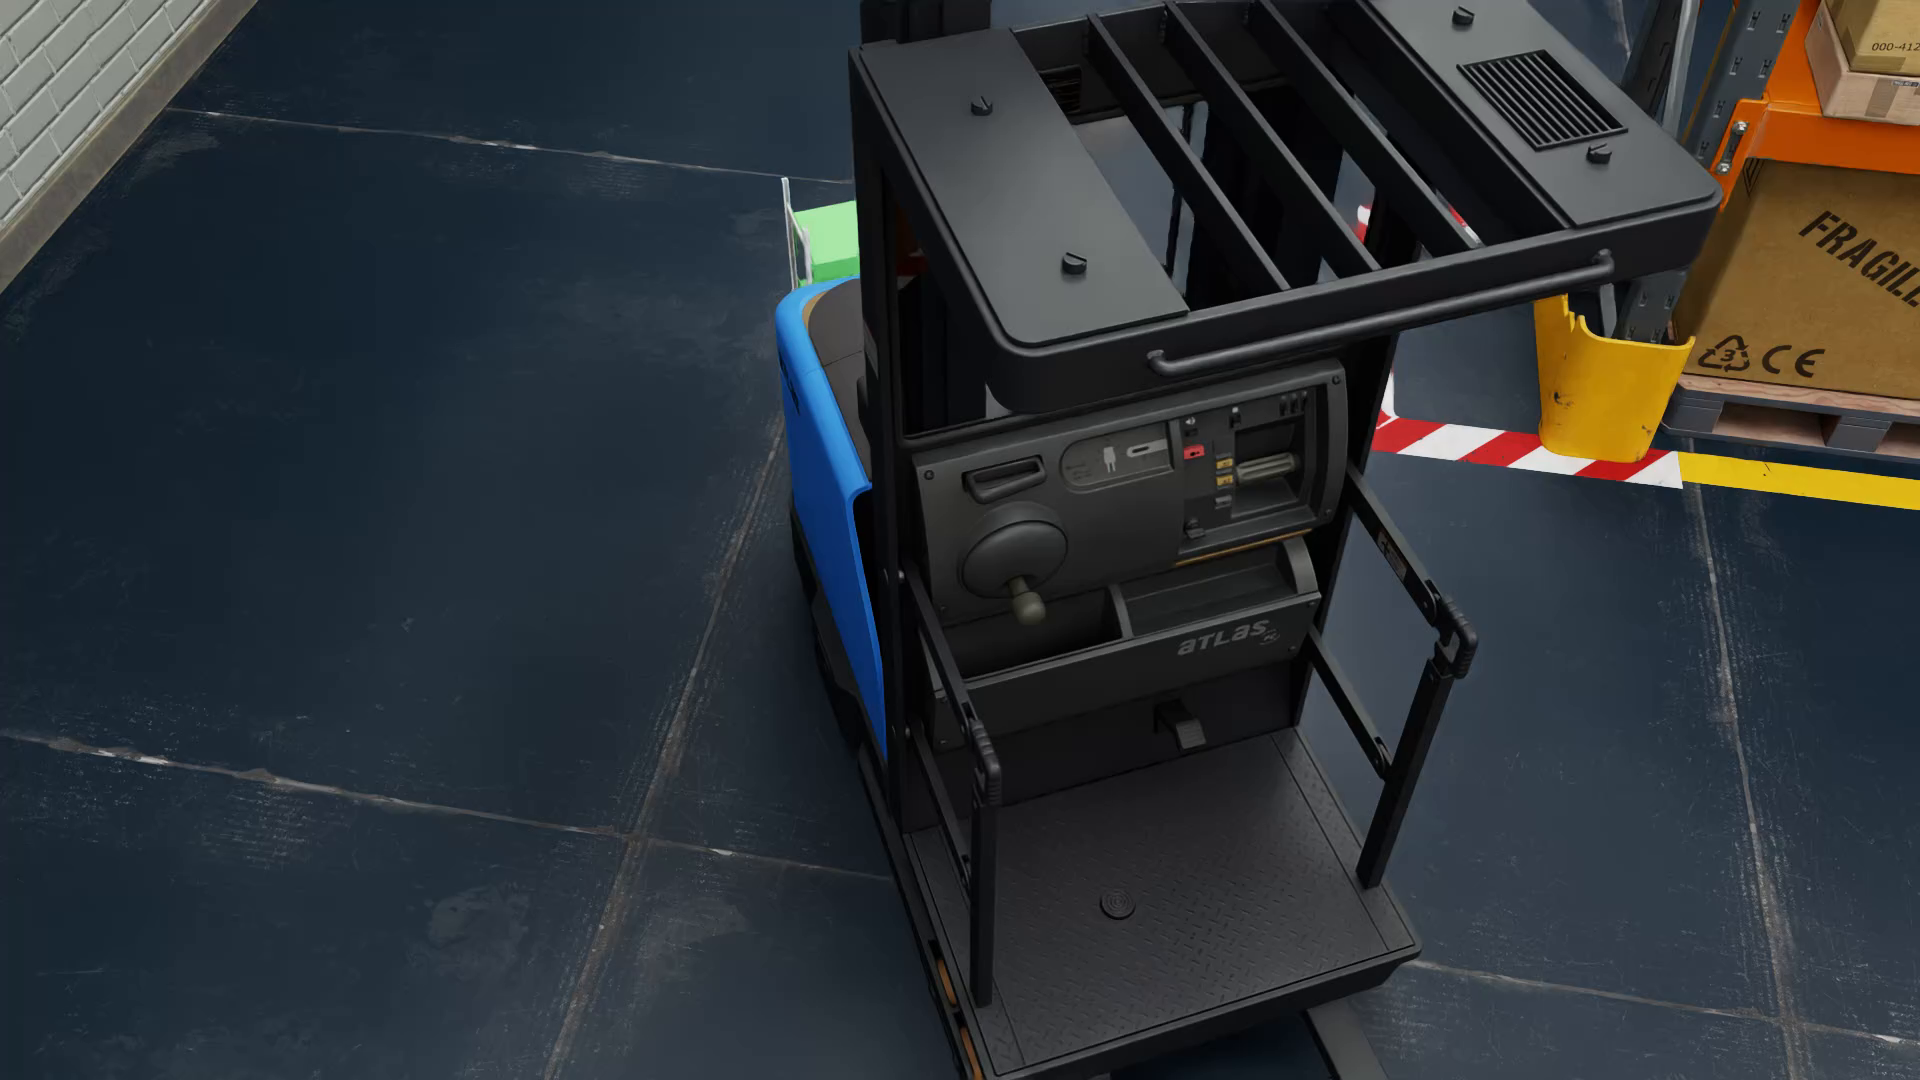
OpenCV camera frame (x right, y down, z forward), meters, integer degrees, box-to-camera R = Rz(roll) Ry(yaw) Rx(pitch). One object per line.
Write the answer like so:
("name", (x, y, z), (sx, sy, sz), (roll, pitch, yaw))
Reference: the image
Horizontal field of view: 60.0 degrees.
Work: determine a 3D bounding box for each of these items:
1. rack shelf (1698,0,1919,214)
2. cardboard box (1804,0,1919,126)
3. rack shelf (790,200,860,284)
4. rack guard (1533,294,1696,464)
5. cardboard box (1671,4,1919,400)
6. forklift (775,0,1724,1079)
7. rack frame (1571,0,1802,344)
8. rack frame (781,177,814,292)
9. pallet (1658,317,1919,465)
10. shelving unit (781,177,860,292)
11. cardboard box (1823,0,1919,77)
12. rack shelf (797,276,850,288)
("rack shelf", (4.189, -1.189, 4.786), (4.000, 0.370, 1.077), (8, 49, 7))
("cardboard box", (2.511, -1.322, 4.590), (0.250, 0.149, 0.380), (8, 49, 7))
("rack shelf", (-0.209, -0.834, 4.633), (0.480, 0.148, 0.258), (-14, 50, -12))
("rack guard", (2.197, -0.862, 5.688), (0.348, 0.500, 1.175), (8, 49, 7))
("cardboard box", (2.865, -1.098, 5.366), (0.875, 0.875, 0.875), (8, 49, 7))
("forklift", (0.434, 0.008, 3.272), (1.130, 2.935, 3.031), (-14, 49, -12))
("rack frame", (2.221, -1.694, 4.756), (0.127, 3.000, 1.000), (8, 49, 7))
("rack frame", (-0.441, -0.499, 4.892), (0.015, 1.200, 0.240), (-14, 50, -12))
("pallet", (3.021, -0.714, 5.749), (1.213, 0.211, 1.003), (8, 49, 7))
("shelving unit", (-0.209, -0.556, 4.943), (0.503, 1.200, 0.258), (-14, 50, -12))
("cardboard box", (2.645, -1.482, 4.466), (0.500, 0.250, 0.500), (7, 48, 6))
("rack shelf", (-0.209, -0.674, 4.812), (0.480, 0.148, 0.258), (-14, 50, -12))
